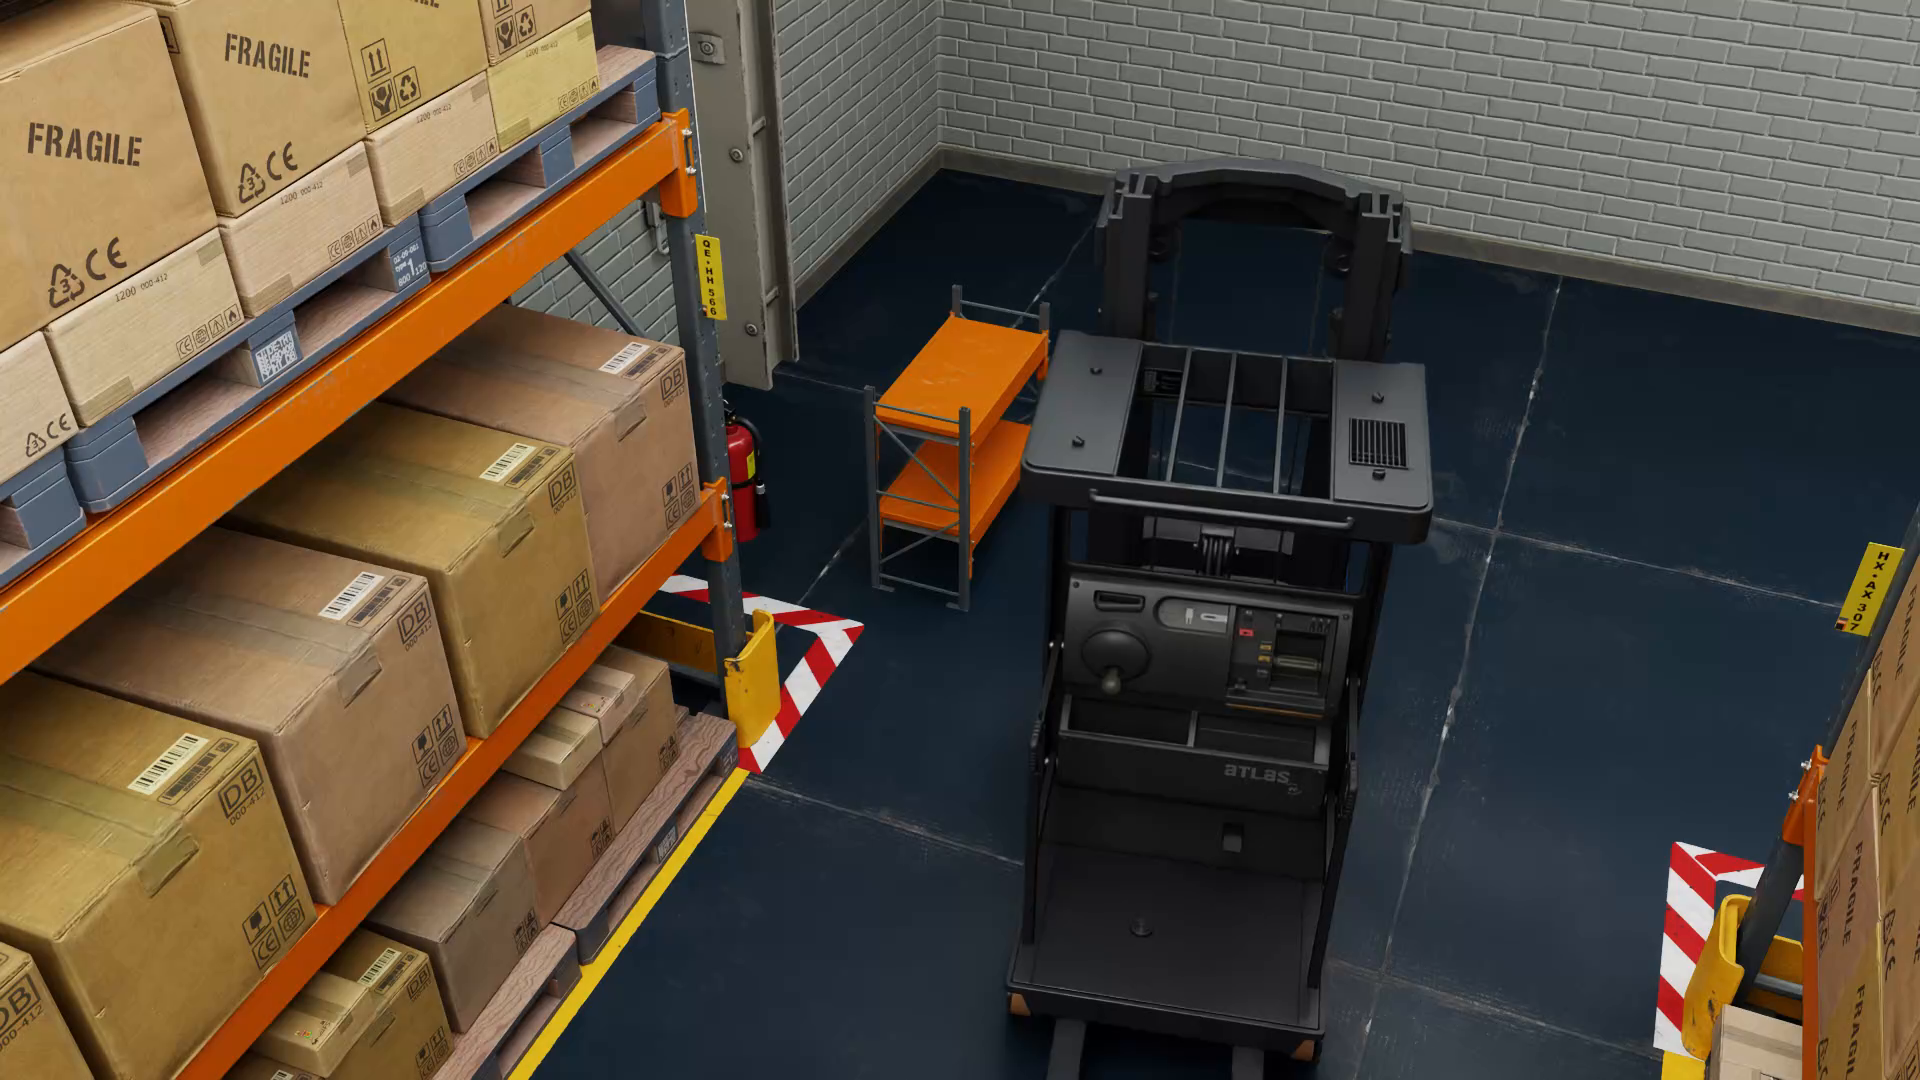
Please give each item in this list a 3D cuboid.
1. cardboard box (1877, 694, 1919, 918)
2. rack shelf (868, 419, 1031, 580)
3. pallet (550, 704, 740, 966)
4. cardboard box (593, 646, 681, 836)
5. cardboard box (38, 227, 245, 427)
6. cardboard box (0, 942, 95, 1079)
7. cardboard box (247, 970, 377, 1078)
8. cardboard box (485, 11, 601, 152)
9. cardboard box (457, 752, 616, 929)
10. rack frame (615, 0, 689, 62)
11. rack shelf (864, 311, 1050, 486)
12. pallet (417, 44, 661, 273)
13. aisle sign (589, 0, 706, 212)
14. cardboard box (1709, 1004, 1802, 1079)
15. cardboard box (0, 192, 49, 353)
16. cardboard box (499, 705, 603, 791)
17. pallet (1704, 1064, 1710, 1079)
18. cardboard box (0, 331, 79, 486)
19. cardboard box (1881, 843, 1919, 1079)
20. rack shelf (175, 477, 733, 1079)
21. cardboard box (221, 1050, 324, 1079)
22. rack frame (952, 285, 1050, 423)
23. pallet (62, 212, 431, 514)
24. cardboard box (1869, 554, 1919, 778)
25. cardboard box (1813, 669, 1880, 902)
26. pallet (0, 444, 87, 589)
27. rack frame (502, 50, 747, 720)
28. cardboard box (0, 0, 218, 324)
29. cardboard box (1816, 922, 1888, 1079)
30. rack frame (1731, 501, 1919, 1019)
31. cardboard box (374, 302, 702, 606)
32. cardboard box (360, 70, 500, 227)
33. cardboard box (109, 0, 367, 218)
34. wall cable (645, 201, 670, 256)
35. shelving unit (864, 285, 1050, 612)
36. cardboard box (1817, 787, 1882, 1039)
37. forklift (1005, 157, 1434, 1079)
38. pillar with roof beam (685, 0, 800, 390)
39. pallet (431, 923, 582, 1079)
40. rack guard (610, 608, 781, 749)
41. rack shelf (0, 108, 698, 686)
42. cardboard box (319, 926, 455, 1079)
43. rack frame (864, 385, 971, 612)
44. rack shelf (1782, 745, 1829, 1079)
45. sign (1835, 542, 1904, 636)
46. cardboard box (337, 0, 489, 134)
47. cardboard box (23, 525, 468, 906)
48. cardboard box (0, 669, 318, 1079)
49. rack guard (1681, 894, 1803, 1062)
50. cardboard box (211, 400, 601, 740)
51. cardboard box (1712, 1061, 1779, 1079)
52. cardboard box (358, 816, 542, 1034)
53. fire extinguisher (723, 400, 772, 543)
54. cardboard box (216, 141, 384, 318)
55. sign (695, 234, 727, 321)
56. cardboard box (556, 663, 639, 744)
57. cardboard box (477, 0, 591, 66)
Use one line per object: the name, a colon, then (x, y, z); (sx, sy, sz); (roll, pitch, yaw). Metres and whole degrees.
cardboard box: (2.591, 0.656, 4.050); (0.500, 0.500, 0.500); (14, 39, 18)
rack shelf: (0.003, -0.258, 8.166); (0.538, 0.278, 1.000); (14, 39, 18)
pallet: (-1.619, 1.071, 6.743); (1.003, 0.211, 1.213); (14, 39, 18)
cardboard box: (-1.561, 0.736, 6.598); (0.700, 0.500, 0.500); (14, 39, 18)
cardboard box: (-2.007, -0.529, 3.739); (0.500, 0.250, 0.500); (13, 39, 17)
cardboard box: (-2.687, 1.291, 3.868); (0.980, 0.700, 0.700); (14, 39, 18)
cardboard box: (-2.032, 1.453, 5.097); (0.380, 0.149, 0.250); (13, 39, 16)
cardboard box: (-1.420, -1.391, 4.892); (0.500, 0.250, 0.500); (15, 39, 19)
cardboard box: (-1.751, 1.014, 6.227); (0.700, 0.500, 0.500); (14, 39, 18)
rack frame: (-1.387, -2.910, 4.728); (1.000, 3.000, 0.127); (14, 39, 18)
rack shelf: (0.003, -0.689, 7.845); (0.538, 0.278, 1.000); (14, 39, 18)
pallet: (-1.659, -1.260, 5.100); (1.003, 0.211, 1.213); (14, 39, 18)
aisle sign: (-1.082, -1.520, 5.708); (0.394, 0.787, 0.004); (14, 39, 18)
cardboard box: (2.719, 1.739, 5.534); (0.380, 0.149, 0.250); (14, 39, 18)
cardboard box: (-2.188, -0.559, 3.153); (0.500, 0.500, 0.500); (13, 39, 17)
cardboard box: (-1.538, 0.731, 6.063); (0.380, 0.149, 0.250); (15, 39, 19)
pallet: (2.864, 2.220, 5.205); (1.003, 0.211, 1.213); (14, 39, 18)
cardboard box: (-2.195, -0.243, 3.357); (0.500, 0.250, 0.500); (13, 39, 17)
cardboard box: (2.396, 0.932, 3.681); (0.500, 0.500, 0.500); (14, 39, 18)
rack shelf: (-2.148, 0.889, 5.258); (1.077, 0.370, 4.000); (14, 39, 18)
cardboard box: (-2.335, 1.873, 5.078); (0.700, 0.500, 0.500); (13, 39, 17)
rack frame: (0.196, -0.736, 8.396); (0.500, 1.125, 0.032); (14, 39, 18)
pallet: (-2.122, -0.582, 4.193); (1.003, 0.211, 1.213); (14, 39, 18)
cardboard box: (2.783, 0.365, 4.440); (0.500, 0.500, 0.500); (15, 39, 19)
cardboard box: (2.783, 0.765, 4.739); (0.500, 0.500, 0.500); (15, 39, 19)
pallet: (-2.588, 0.091, 3.293); (1.003, 0.211, 1.213); (14, 39, 18)
rack frame: (-1.387, -0.507, 6.524); (1.000, 3.000, 0.127); (14, 39, 18)
cardboard box: (-2.005, -0.834, 3.521); (0.500, 0.500, 0.500); (14, 39, 18)
cardboard box: (2.398, 1.329, 3.984); (0.500, 0.500, 0.500); (14, 39, 18)
rack frame: (3.196, 0.619, 5.017); (1.000, 3.000, 0.127); (14, 39, 18)
cardboard box: (-1.572, -0.342, 6.054); (0.980, 0.700, 0.700); (16, 40, 20)
cardboard box: (-1.617, -1.102, 4.506); (0.500, 0.250, 0.500); (12, 39, 16)
cardboard box: (-1.804, -1.124, 3.909); (0.500, 0.500, 0.500); (12, 38, 16)
wall cable: (-1.774, -1.838, 7.457); (0.084, 1.984, 1.851); (14, 39, 18)
shelving unit: (0.003, -0.454, 8.020); (0.538, 1.125, 1.048); (14, 39, 18)
cardboard box: (2.592, 1.052, 4.355); (0.500, 0.500, 0.500); (13, 39, 17)
forklift: (0.776, 0.423, 5.338); (1.130, 2.935, 3.031); (7, 37, 9)
pillar with roof beam: (2.822, -3.621, 5.680); (9.100, 9.000, 0.400); (14, 39, 18)
pallet: (-2.084, 1.744, 5.842); (1.003, 0.211, 1.213); (14, 39, 18)
rack guard: (-1.378, 0.481, 7.290); (1.175, 0.500, 0.348); (14, 39, 18)
rack shelf: (-2.148, -0.313, 4.360); (1.077, 0.370, 4.000); (14, 39, 18)
cardboard box: (-2.138, 1.589, 5.457); (0.700, 0.500, 0.500); (15, 39, 19)
rack frame: (-0.191, -0.173, 7.643); (0.500, 1.125, 0.032); (14, 39, 18)
rack shelf: (2.435, 2.015, 3.751); (1.077, 0.370, 4.000); (14, 39, 18)
sign: (2.694, 0.149, 4.923); (0.100, 0.325, 0.005); (14, 39, 18)
cardboard box: (-1.613, -1.415, 4.298); (0.500, 0.500, 0.500); (15, 39, 19)
cardboard box: (-2.137, 0.483, 4.949); (0.980, 0.700, 0.700); (12, 38, 16)
cardboard box: (-2.404, 0.888, 4.407); (0.980, 0.700, 0.700); (13, 39, 17)
rack guard: (3.167, 1.663, 5.709); (1.175, 0.500, 0.348); (14, 39, 18)
cardboard box: (-1.838, 0.063, 5.511); (0.980, 0.700, 0.700); (14, 39, 17)
cardboard box: (2.623, 1.870, 5.343); (0.380, 0.166, 0.250); (14, 39, 18)
cardboard box: (-1.942, 1.292, 5.854); (0.700, 0.500, 0.500); (13, 39, 16)
fire extinguisher: (-0.903, -0.305, 6.630); (0.296, 0.674, 0.183); (14, 39, 18)
cardboard box: (-1.810, -0.813, 4.119); (0.500, 0.250, 0.500); (13, 39, 16)
sign: (-0.890, -0.934, 5.931); (0.100, 0.325, 0.005); (14, 39, 18)
cardboard box: (-1.441, 0.589, 6.253); (0.380, 0.149, 0.250); (13, 39, 17)
cardboard box: (-1.413, -1.690, 4.666); (0.500, 0.500, 0.500); (14, 39, 18)
